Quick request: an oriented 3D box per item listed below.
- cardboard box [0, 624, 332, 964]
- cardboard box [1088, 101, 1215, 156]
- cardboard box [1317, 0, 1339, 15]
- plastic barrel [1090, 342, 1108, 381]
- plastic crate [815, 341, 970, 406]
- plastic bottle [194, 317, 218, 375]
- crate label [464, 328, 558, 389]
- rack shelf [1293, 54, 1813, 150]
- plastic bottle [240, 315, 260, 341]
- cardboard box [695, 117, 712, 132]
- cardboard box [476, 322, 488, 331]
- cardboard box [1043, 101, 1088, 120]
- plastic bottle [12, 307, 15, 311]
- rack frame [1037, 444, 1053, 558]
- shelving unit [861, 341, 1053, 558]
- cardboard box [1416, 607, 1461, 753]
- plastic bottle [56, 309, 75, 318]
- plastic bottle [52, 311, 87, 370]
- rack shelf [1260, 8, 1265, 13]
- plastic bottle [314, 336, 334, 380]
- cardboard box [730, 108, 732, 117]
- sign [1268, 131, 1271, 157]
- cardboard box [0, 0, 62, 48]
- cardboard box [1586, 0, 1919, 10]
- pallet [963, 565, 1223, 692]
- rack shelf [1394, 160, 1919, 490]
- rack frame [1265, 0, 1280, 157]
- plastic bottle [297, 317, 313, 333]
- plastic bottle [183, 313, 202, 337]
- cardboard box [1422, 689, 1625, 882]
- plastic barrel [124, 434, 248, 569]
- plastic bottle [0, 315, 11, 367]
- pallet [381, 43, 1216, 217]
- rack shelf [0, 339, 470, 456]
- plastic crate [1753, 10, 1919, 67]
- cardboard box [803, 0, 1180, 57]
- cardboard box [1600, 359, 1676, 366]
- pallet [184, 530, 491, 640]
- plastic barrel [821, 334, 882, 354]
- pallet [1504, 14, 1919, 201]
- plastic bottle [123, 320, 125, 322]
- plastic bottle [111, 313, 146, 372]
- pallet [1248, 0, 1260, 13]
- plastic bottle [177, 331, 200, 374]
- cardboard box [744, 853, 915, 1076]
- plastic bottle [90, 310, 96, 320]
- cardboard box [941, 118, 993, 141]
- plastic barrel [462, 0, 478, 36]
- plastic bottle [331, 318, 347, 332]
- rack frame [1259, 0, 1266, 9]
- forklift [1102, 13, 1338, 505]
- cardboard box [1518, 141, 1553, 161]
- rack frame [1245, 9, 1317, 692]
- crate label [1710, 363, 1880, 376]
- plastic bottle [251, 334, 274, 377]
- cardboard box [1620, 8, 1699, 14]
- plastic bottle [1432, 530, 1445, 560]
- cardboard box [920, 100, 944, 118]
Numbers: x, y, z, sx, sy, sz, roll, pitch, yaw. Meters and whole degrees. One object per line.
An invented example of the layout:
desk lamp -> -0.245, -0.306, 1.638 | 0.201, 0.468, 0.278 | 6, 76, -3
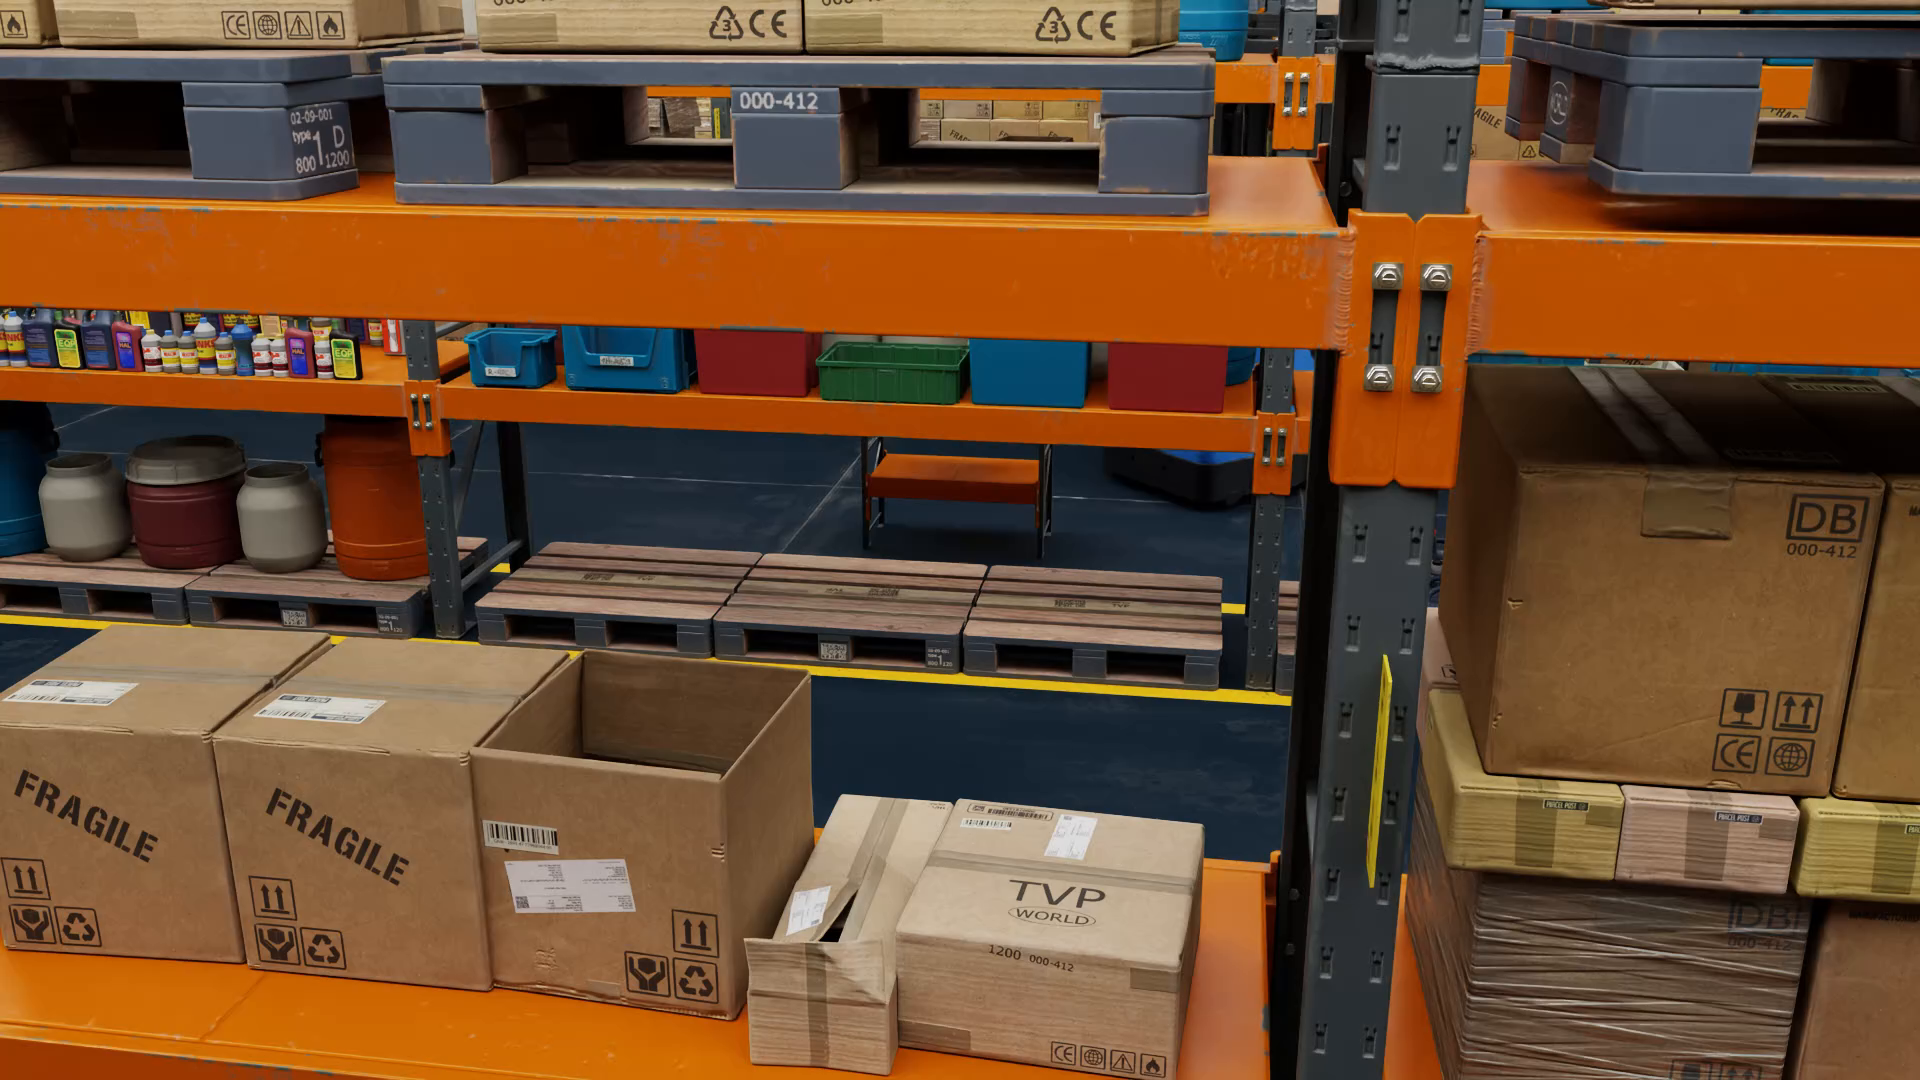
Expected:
cardboard box -> -1.614, 0.504, 3.413 | 0.500, 0.500, 0.500 | 2, 19, 6
cardboard box -> 1.489, -2.998, 12.428 | 1.000, 1.000, 1.000 | 3, 19, 9
cardboard box -> 2.655, -3.679, 11.580 | 0.500, 0.250, 0.500 | 2, 19, 7
plastic barrel -> 0.556, -1.060, 8.030 | 0.433, 0.535, 0.433 | 0, 18, 0
plastic crate -> -0.299, -0.777, 7.733 | 0.662, 0.188, 0.450 | 3, 19, 9
plastic bottle -> -3.674, -0.948, 8.113 | 0.097, 0.271, 0.097 | 0, 18, 0
crate label -> -2.127, -0.862, 7.916 | 0.416, 0.233, 0.303 | 3, 19, 9
rack shelf -> 3.440, -1.859, 7.039 | 4.000, 0.370, 1.077 | 3, 19, 9
plastic bottle -> -3.786, -1.198, 8.859 | 0.097, 0.271, 0.097 | 0, 18, 0
cardboard box -> -2.646, -4.348, 17.336 | 0.250, 0.149, 0.380 | 3, 19, 10
cardboard box -> -3.255, -1.912, 13.476 | 0.875, 0.875, 1.225 | 3, 19, 9
cardboard box -> 1.141, -4.601, 17.092 | 0.500, 0.500, 0.700 | 3, 19, 8
plastic bottle -> -5.134, -1.260, 9.037 | 0.135, 0.276, 0.152 | 3, 19, 9
rack frame -> 0.495, -0.508, 9.549 | 0.032, 1.125, 0.500 | 3, 19, 9
shelving unit -> -0.007, -0.534, 9.626 | 1.048, 1.125, 0.538 | 3, 19, 9
cardboard box -> 0.979, 0.265, 3.105 | 0.250, 0.149, 0.380 | 3, 19, 9
plastic bottle -> -4.774, -1.199, 8.863 | 0.097, 0.271, 0.097 | 0, 18, 0
plastic bottle -> -4.394, -0.985, 8.203 | 0.133, 0.283, 0.061 | 3, 19, 9
rack shelf -> 5.798, -6.516, 20.956 | 4.000, 0.370, 1.077 | 3, 19, 9
plastic bottle -> -3.062, -0.884, 8.031 | 0.097, 0.201, 0.097 | 0, 18, 0
cardboard box -> -2.376, -4.476, 17.251 | 0.250, 0.149, 0.380 | 3, 19, 9
sign -> 2.167, -2.805, 11.635 | 0.005, 0.325, 0.100 | 3, 19, 9
cardboard box -> -1.733, -1.021, 2.973 | 0.500, 0.250, 0.500 | 3, 19, 8
cardboard box -> 1.132, -0.954, 2.161 | 0.500, 0.500, 0.500 | 4, 19, 13
pallet -> 0.684, 0.416, 8.226 | 1.213, 0.211, 1.003 | 3, 19, 9
rack shelf -> 2.651, -0.308, 2.402 | 4.000, 0.370, 1.077 | 3, 19, 9
rack frame -> 2.251, -2.430, 12.339 | 0.127, 3.000, 1.000 | 3, 19, 9
plastic bottle -> -3.436, -1.161, 8.747 | 0.097, 0.271, 0.097 | 0, 18, 0
plastic bottle -> -4.110, -1.215, 8.908 | 0.097, 0.271, 0.097 | 0, 18, 0
cardboard box -> 0.911, 0.392, 2.724 | 0.250, 0.149, 0.380 | 3, 19, 9
plastic barrel -> -4.085, -0.212, 8.847 | 0.708, 0.588, 0.600 | 3, 19, 9
plastic bottle -> -4.783, -1.005, 8.282 | 0.097, 0.271, 0.097 | 0, 18, 0
pallet -> -0.197, -0.699, 2.739 | 1.217, 0.209, 0.805 | 2, 19, 6
rack shelf -> -4.459, -0.839, 8.718 | 4.000, 0.370, 1.077 | 3, 19, 9
plastic crate -> 3.484, -2.094, 6.632 | 0.575, 0.384, 0.392 | 3, 19, 9
cardboard box -> 0.069, -0.912, 2.647 | 0.500, 0.250, 0.500 | 5, 19, 14
cardboard box -> 4.991, -1.299, 12.235 | 0.500, 0.500, 0.500 | 8, 20, 23
pallet -> -3.269, 0.216, 8.826 | 1.213, 0.211, 1.003 | 3, 19, 9
plastic barrel -> -0.596, -1.119, 8.205 | 0.433, 0.535, 0.433 | 0, 18, 0
pallet -> 1.522, -0.673, 2.498 | 1.213, 0.211, 1.003 | 3, 19, 9
plastic bottle -> -4.239, -1.023, 8.318 | 0.133, 0.283, 0.061 | 3, 19, 9
plastic bottle -> -4.079, -0.969, 8.155 | 0.133, 0.283, 0.061 | 3, 19, 9
pallet -> 1.658, -3.828, 12.086 | 1.003, 0.211, 1.213 | 3, 19, 9
plastic bottle -> -3.770, -0.920, 8.139 | 0.097, 0.201, 0.097 | 0, 18, 0
cardboard box -> -0.221, 0.750, 3.046 | 0.258, 0.266, 0.396 | 2, 19, 7
plastic bottle -> -4.654, -1.209, 9.002 | 0.097, 0.201, 0.097 | 0, 18, 0
cardboard box -> 0.091, -4.096, 17.160 | 0.500, 0.500, 0.500 | 3, 19, 8
plastic barrel -> -2.226, -2.444, 7.476 | 0.421, 0.512, 0.421 | 0, 18, 0
plastic bottle -> -3.317, -1.167, 8.761 | 0.135, 0.276, 0.152 | 3, 19, 9
rack frame -> 3.823, -5.535, 21.618 | 0.127, 3.000, 1.000 | 3, 19, 9
forklift -> 2.444, -1.950, 11.013 | 3.031, 2.935, 1.130 | -12, 22, -33
cardboard box -> 4.138, -2.919, 11.598 | 0.500, 0.500, 0.500 | 3, 19, 9
rack frame -> 1.465, -0.879, 7.702 | 0.127, 3.000, 1.000 | 3, 19, 9
crate label -> 3.555, -0.702, 7.118 | 0.616, 0.435, 0.502 | 3, 19, 9
plastic bottle -> -3.386, -0.901, 8.080 | 0.097, 0.201, 0.097 | 0, 18, 0
cardboard box -> 4.686, -3.578, 11.278 | 0.500, 0.250, 0.500 | 3, 19, 10
plastic bottle -> 2.337, 0.121, 8.196 | 0.185, 0.351, 0.144 | 2, 19, 6
cardboard box -> -0.370, -4.676, 17.319 | 0.500, 0.500, 0.700 | 3, 19, 8
